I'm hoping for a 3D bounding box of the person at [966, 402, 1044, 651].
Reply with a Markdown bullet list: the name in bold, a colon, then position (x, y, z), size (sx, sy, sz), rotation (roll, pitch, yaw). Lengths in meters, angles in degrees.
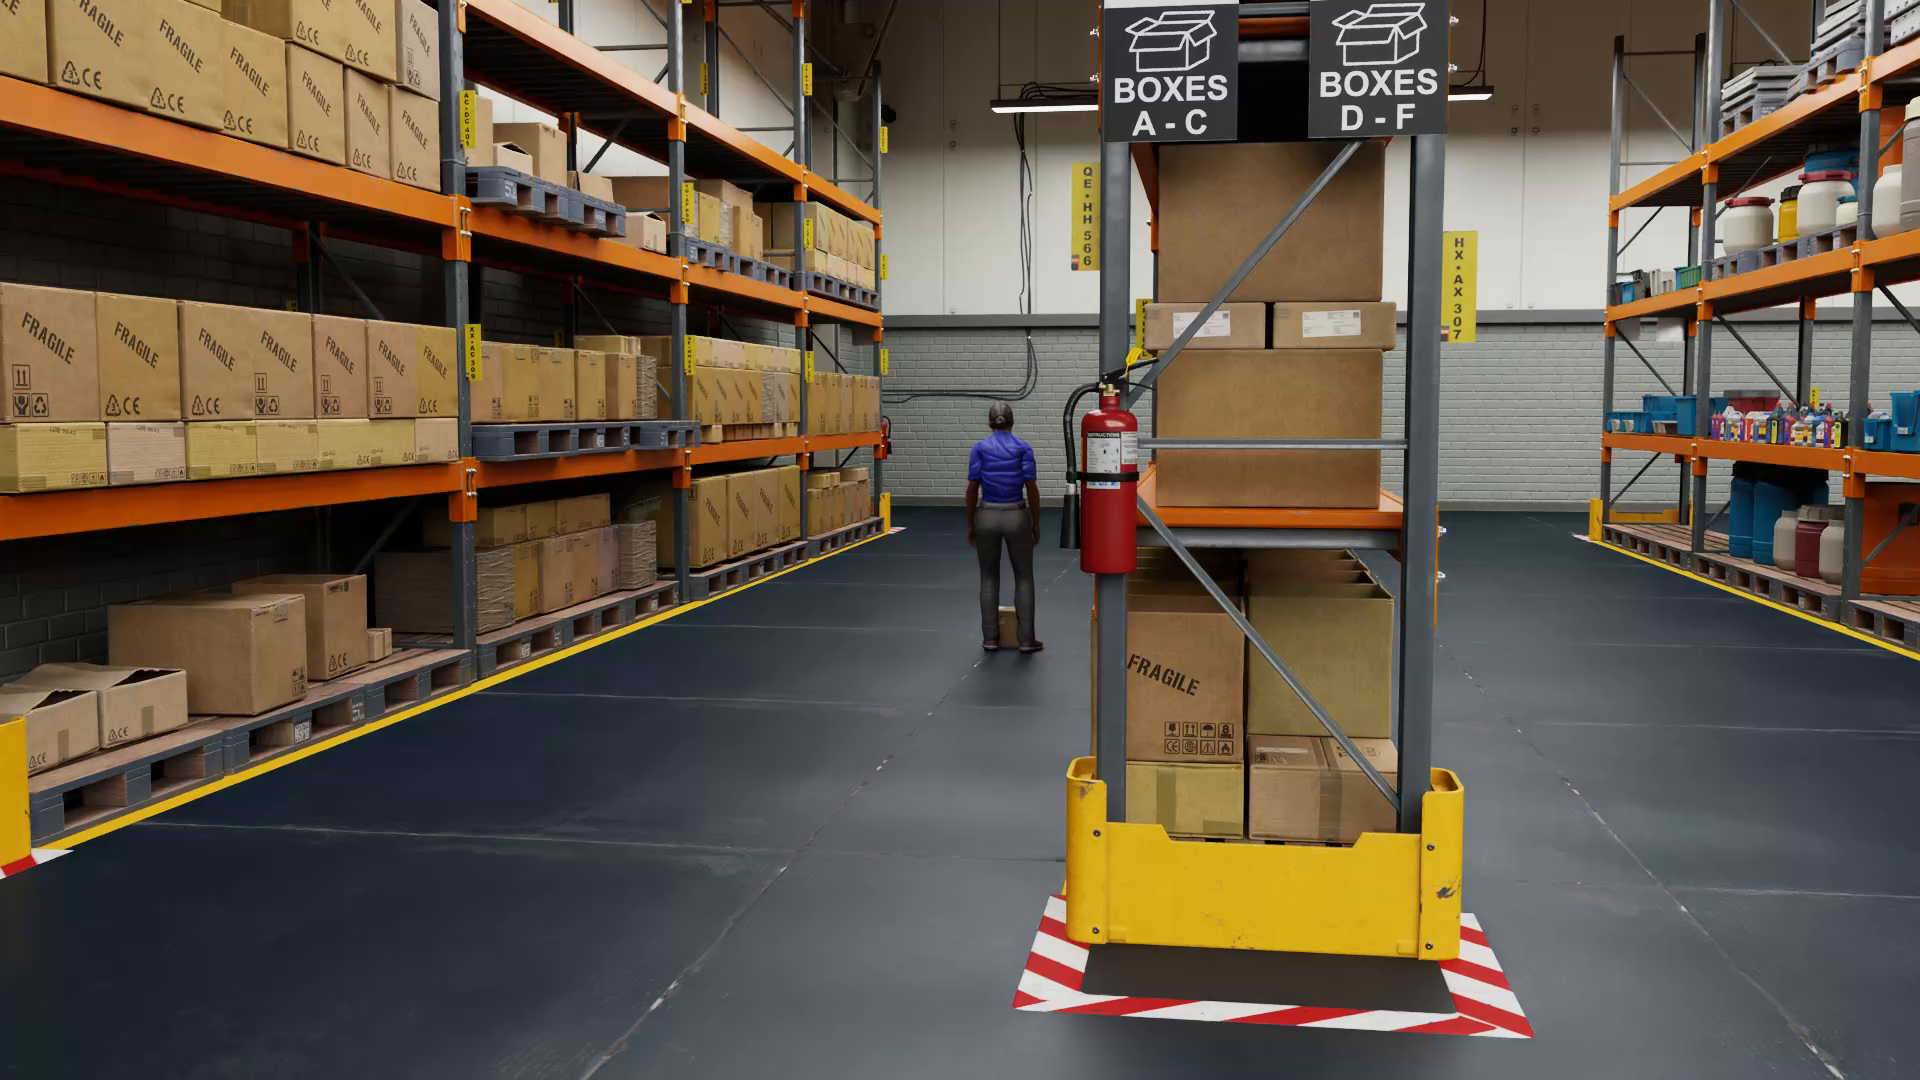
- **person**: position (0.301, -0.090, 11.061), size (0.514, 1.653, 0.402), rotation (1, 5, 7)
